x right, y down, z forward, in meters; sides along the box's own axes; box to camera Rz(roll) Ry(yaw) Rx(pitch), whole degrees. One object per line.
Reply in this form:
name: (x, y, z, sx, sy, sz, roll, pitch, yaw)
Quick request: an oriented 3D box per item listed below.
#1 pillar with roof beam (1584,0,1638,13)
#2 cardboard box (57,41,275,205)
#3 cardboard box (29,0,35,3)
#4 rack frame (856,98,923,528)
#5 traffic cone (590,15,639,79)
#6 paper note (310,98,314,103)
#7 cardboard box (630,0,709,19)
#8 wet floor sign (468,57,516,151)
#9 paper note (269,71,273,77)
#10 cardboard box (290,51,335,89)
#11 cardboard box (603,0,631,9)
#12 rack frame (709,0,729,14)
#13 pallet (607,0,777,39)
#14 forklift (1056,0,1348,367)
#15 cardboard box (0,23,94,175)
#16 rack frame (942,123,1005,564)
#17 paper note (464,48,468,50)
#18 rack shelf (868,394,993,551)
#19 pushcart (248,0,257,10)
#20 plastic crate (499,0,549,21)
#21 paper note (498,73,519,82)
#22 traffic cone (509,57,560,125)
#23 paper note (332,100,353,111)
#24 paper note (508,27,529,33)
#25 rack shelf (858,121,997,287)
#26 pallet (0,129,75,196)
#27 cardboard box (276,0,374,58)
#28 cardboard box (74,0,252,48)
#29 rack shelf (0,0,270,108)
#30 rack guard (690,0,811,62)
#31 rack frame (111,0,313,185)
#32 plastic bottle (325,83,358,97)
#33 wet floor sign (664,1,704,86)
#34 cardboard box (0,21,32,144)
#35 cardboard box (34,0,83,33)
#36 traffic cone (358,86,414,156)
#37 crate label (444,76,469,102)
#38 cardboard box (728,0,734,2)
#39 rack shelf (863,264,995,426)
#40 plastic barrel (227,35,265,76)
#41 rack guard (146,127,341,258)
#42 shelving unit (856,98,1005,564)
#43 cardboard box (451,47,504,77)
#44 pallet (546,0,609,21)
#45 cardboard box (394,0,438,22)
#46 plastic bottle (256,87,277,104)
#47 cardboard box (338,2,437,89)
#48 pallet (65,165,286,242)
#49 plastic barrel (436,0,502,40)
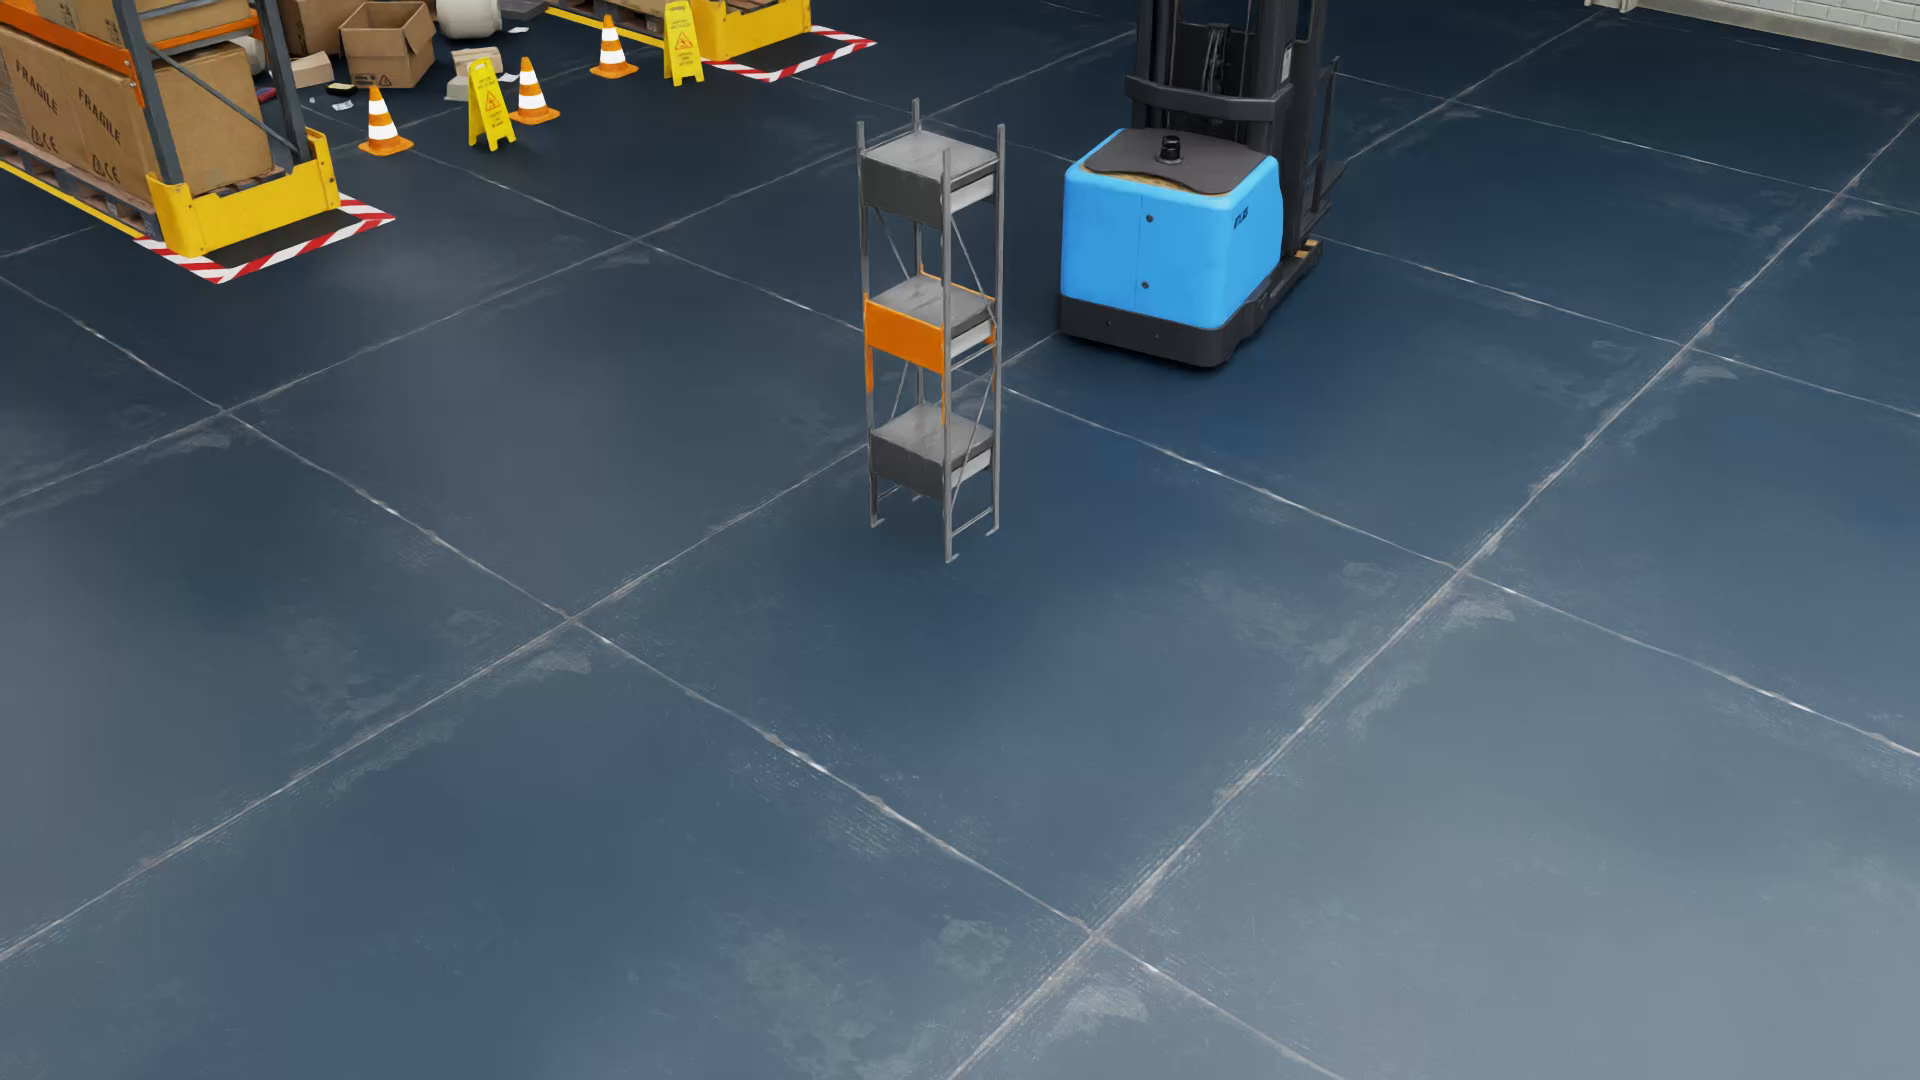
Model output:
pillar with roof beam: (3.317, -6.828, 10.243, 0.400, 9.000, 9.100, 25, 42, 32)
cardboard box: (-5.407, -2.920, 11.358, 0.875, 0.875, 0.875, 26, 42, 32)
cardboard box: (-5.944, -4.029, 11.335, 0.550, 0.550, 0.875, 25, 42, 32)
rack frame: (-0.315, -1.014, 7.872, 0.015, 2.100, 0.400, 25, 42, 32)
traffic cone: (-2.910, -4.144, 13.876, 0.334, 0.463, 0.336, 25, 42, 32)
paper note: (-5.222, -3.545, 13.403, 0.032, 0.001, 0.123, -12, 36, -17)
cardboard box: (-2.566, -4.820, 14.676, 0.500, 0.250, 0.500, 25, 42, 32)
wet floor sign: (-3.554, -3.286, 12.465, 0.232, 0.644, 0.267, 18, 38, 24)
paper note: (-5.703, -3.931, 13.955, 0.172, 0.023, 0.155, -18, 38, -25)
cardboard box: (-5.418, -3.906, 13.703, 0.396, 0.266, 0.258, -26, 42, -32)
cardboard box: (-2.941, -5.002, 14.942, 0.500, 0.250, 0.500, 25, 42, 32)
rack frame: (-1.754, -5.596, 13.748, 0.127, 3.000, 1.000, 25, 42, 32)
pallet: (-2.414, -4.783, 15.029, 1.213, 0.211, 1.003, 25, 42, 32)
forklift: (1.720, -3.018, 10.056, 1.130, 2.935, 3.031, 17, 38, 23)
cardboard box: (-6.085, -3.237, 11.820, 0.875, 0.875, 0.875, 25, 41, 31)
rack frame: (0.060, -0.837, 7.614, 0.015, 2.100, 0.400, 25, 42, 32)
paper note: (-4.311, -4.216, 14.373, 0.148, 0.019, 0.142, -18, 38, -25)
rack shelf: (-0.127, -0.337, 8.147, 0.480, 0.518, 0.431, 25, 42, 32)
pushcart: (-6.249, -4.953, 15.130, 0.936, 0.377, 1.648, 12, 36, 16)
plastic crate: (-4.146, -4.916, 15.337, 0.583, 0.080, 0.402, 12, 36, 16)
paper note: (-3.754, -3.848, 13.826, 0.142, 0.019, 0.148, 12, 36, 16)
traffic cone: (-3.359, -3.538, 12.994, 0.334, 0.463, 0.336, 25, 42, 32)
paper note: (-4.930, -3.472, 13.281, 0.144, 0.017, 0.142, -18, 38, -25)
paper note: (-3.948, -4.570, 14.878, 0.148, 0.019, 0.142, 12, 36, 16)
rack shelf: (-0.127, -1.491, 7.354, 0.480, 0.518, 0.431, 25, 42, 32)
pallet: (-6.442, -2.954, 12.364, 1.213, 0.211, 1.003, 25, 42, 32)
cardboard box: (-5.448, -4.492, 14.227, 0.503, 0.637, 0.797, 25, 42, 32)
cardboard box: (-5.158, -3.582, 10.684, 0.550, 0.550, 0.875, 25, 42, 32)
rack shelf: (-6.381, -3.833, 11.818, 4.000, 0.370, 1.077, 25, 42, 32)
rack guard: (-1.813, -4.593, 14.496, 0.348, 0.500, 1.175, 25, 42, 32)
rack frame: (-4.844, -3.405, 10.559, 0.127, 3.000, 1.000, 25, 42, 32)
plastic bottle: (-5.062, -3.668, 13.538, 0.283, 0.061, 0.133, 12, 36, 16)
wet floor sign: (-2.293, -4.091, 13.637, 0.267, 0.644, 0.232, -18, 38, -25)
cardboard box: (-6.784, -3.568, 12.302, 0.875, 0.875, 0.875, 26, 42, 32)
cardboard box: (-5.594, -3.772, 10.960, 0.550, 0.550, 0.875, 25, 42, 32)
traffic cone: (-4.343, -3.170, 12.457, 0.334, 0.463, 0.336, 25, 42, 32)
crate label: (-4.003, -3.662, 13.461, 0.298, 0.136, 0.250, 6, 35, 8)
cardboard box: (-2.197, -5.048, 15.009, 0.500, 0.250, 0.500, 25, 42, 31)
rack shelf: (-0.127, -0.914, 7.751, 0.480, 0.518, 0.431, 25, 42, 32)
plastic barrel: (-6.064, -4.049, 13.772, 0.512, 0.421, 0.421, -6, 35, -8)
rack guard: (-4.825, -2.366, 11.254, 0.348, 0.500, 1.175, 25, 42, 32)
shelving unit: (-0.127, -0.926, 7.743, 0.503, 2.100, 0.431, 25, 42, 32)
cardboard box: (-4.053, -4.016, 13.967, 0.380, 0.149, 0.250, -12, 36, -17)
pallet: (-3.348, -5.225, 15.672, 1.213, 0.211, 1.003, 25, 42, 32)
cardboard box: (-4.875, -5.035, 15.138, 0.500, 0.500, 0.500, -6, 35, -8)
plastic bottle: (-5.623, -3.610, 13.453, 0.133, 0.061, 0.283, 12, 36, 16)
cardboard box: (-4.724, -4.101, 13.778, 0.637, 0.503, 0.797, 0, 34, 0)
pallet: (-5.508, -2.512, 11.721, 1.213, 0.211, 1.003, 25, 42, 32)
plastic barrel: (-4.310, -4.623, 14.608, 0.512, 0.421, 0.421, -6, 35, -8)
